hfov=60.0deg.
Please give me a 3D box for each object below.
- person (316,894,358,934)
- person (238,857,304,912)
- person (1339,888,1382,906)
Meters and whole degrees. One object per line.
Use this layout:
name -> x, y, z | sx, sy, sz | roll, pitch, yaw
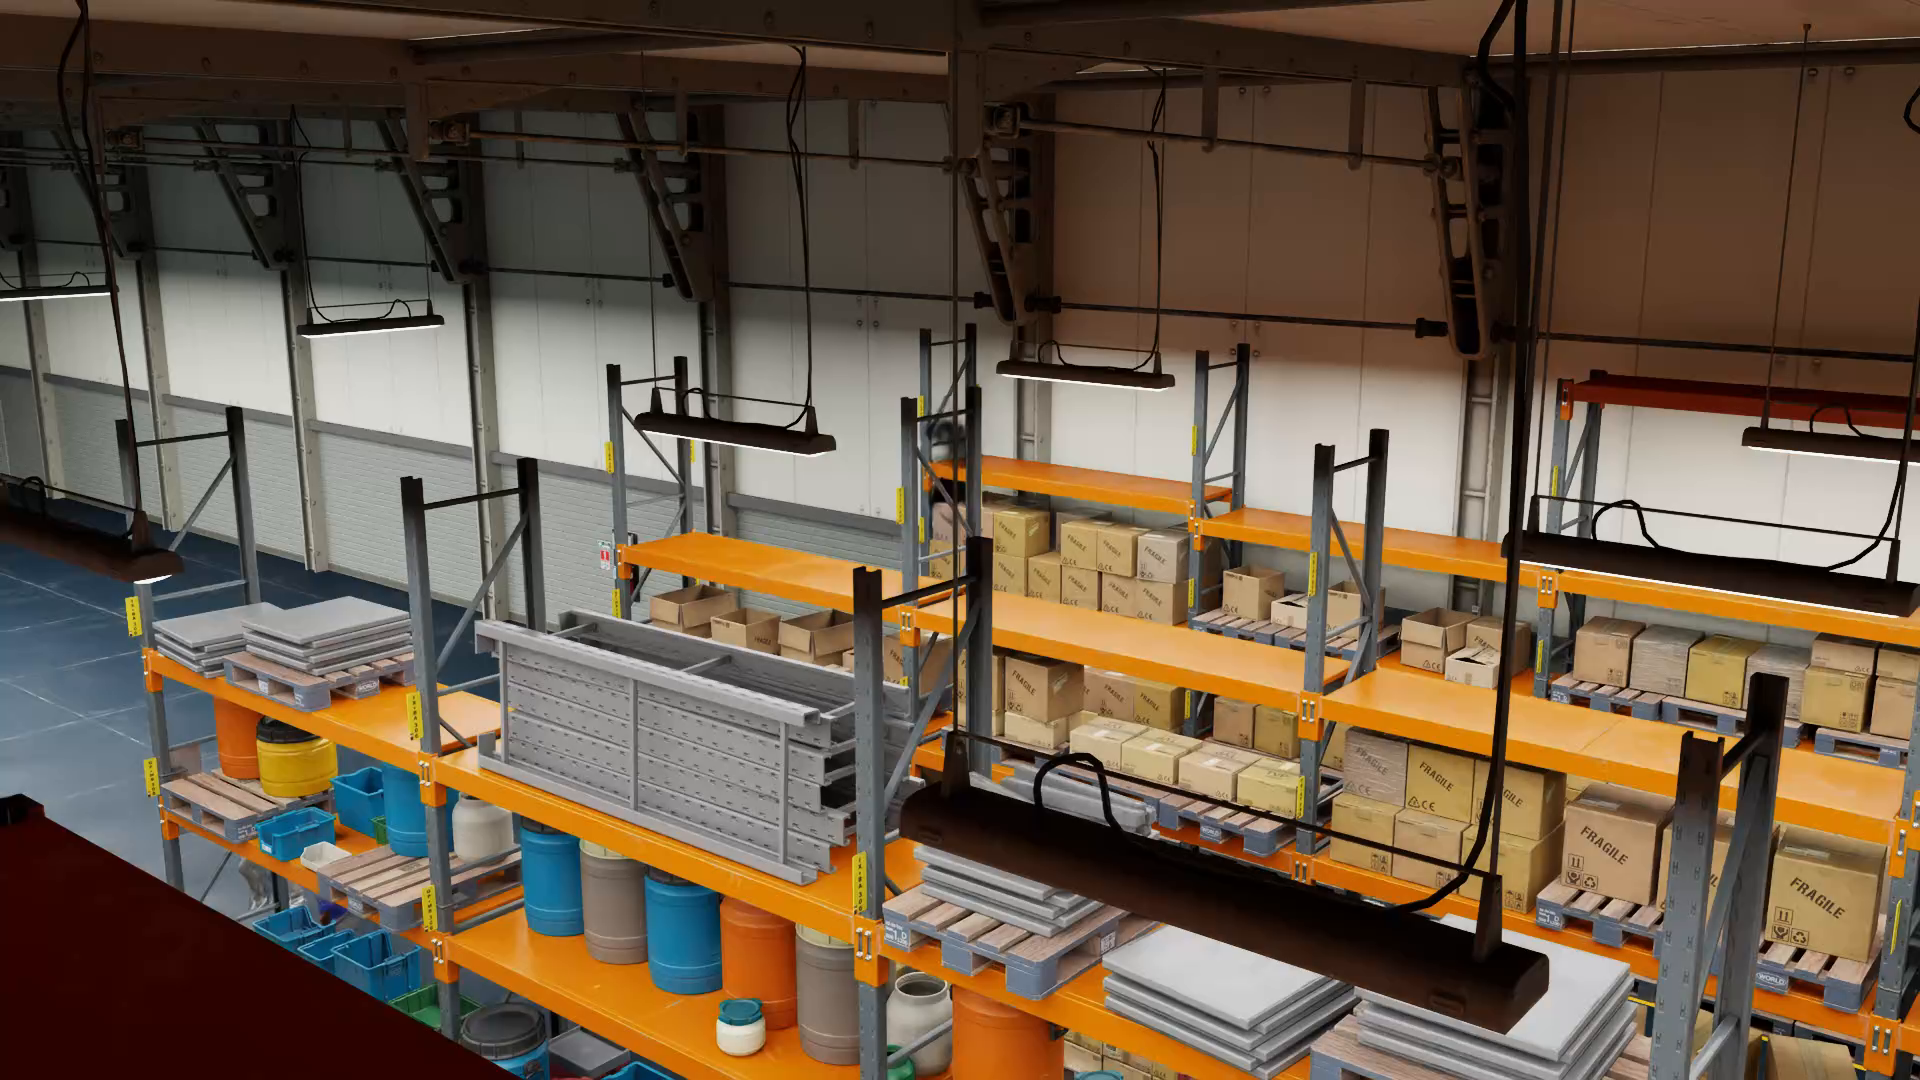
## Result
person -> -5.923, 3.759, 15.966 | 0.721, 1.632, 0.605 | 3, 13, 11
person -> -7.540, 3.304, 18.002 | 0.703, 1.639, 0.503 | -7, 15, -30
person -> 3.530, 3.895, 15.086 | 0.755, 1.829, 0.660 | 10, 16, 39
